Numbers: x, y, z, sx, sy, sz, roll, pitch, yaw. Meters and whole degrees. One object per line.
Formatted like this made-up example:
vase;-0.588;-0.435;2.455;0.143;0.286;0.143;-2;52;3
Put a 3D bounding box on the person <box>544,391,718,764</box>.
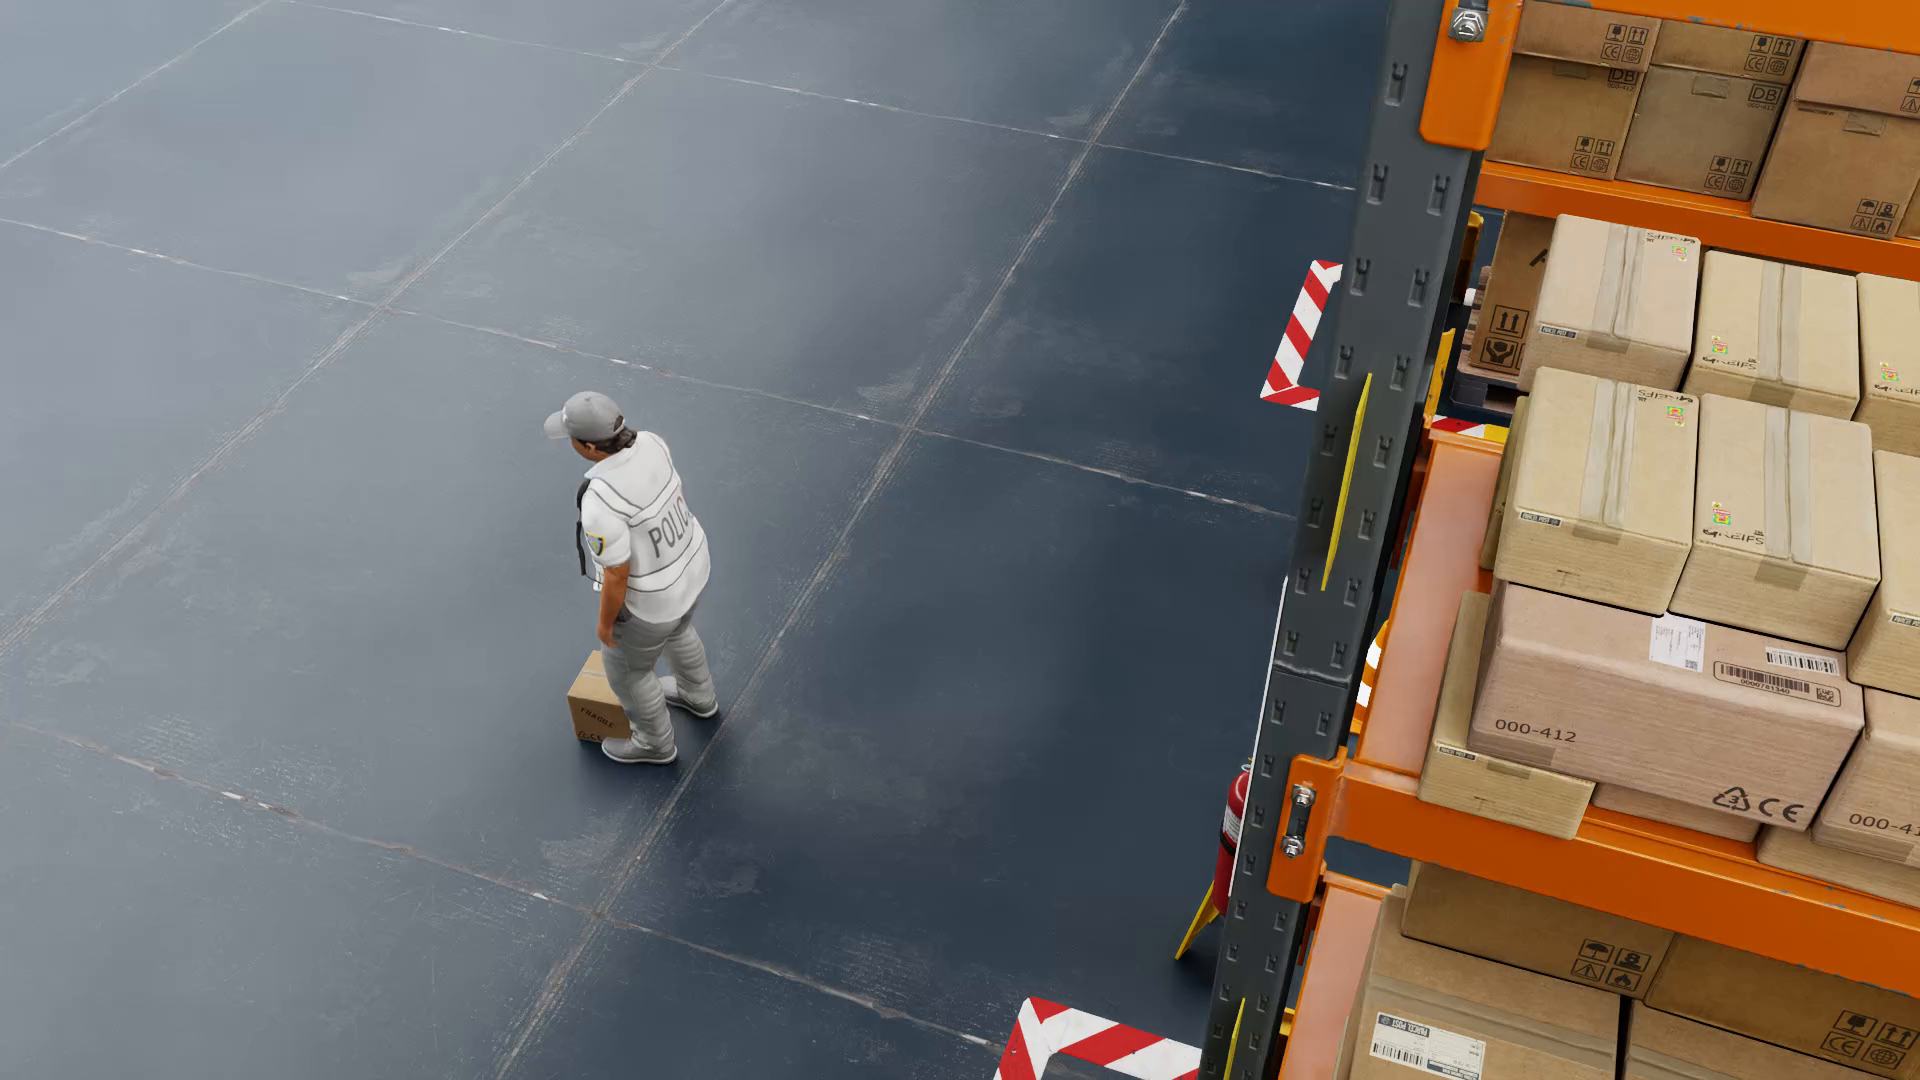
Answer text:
person;-1.150;0.148;5.988;0.469;1.666;0.542;13;43;15
